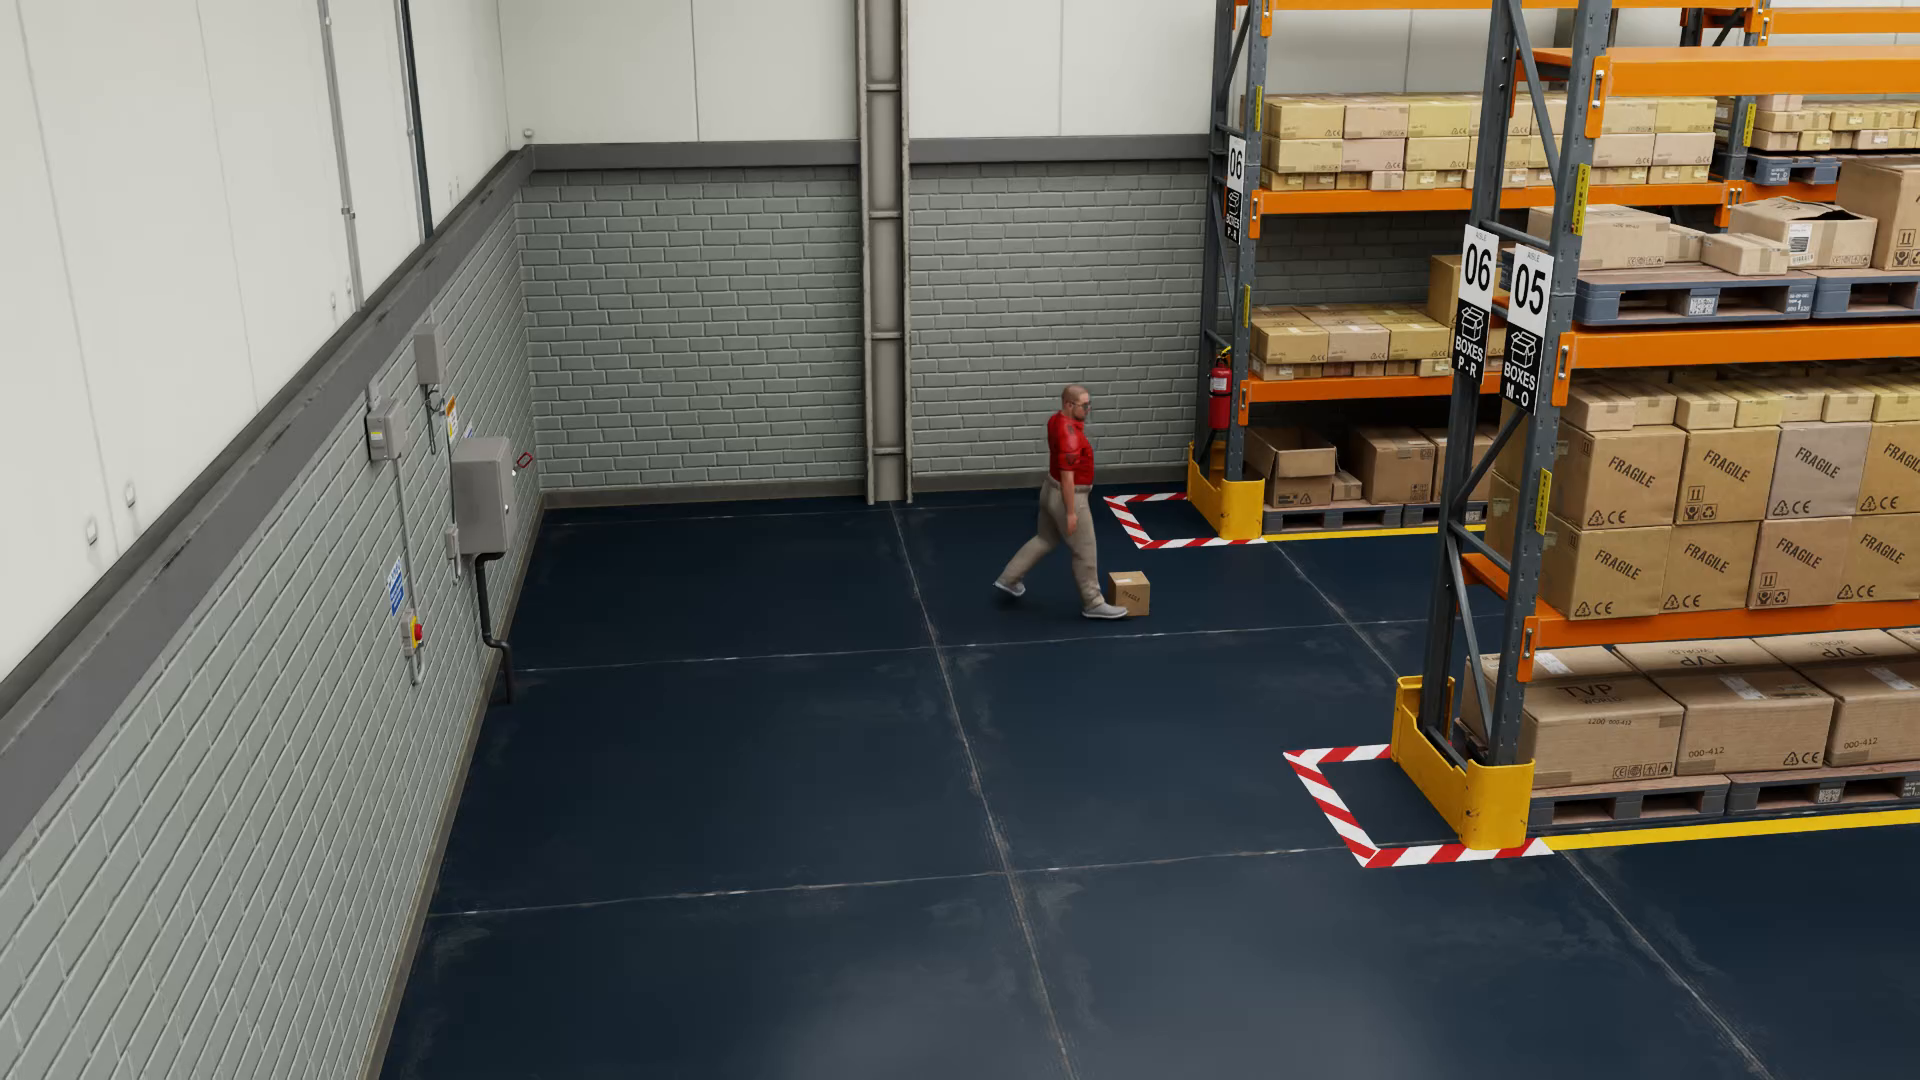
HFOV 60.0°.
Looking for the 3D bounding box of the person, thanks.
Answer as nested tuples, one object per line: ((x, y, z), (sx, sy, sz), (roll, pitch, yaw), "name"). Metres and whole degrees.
((0.730, -0.296, 11.895), (0.887, 1.706, 0.647), (-5, 20, -13), "person")
